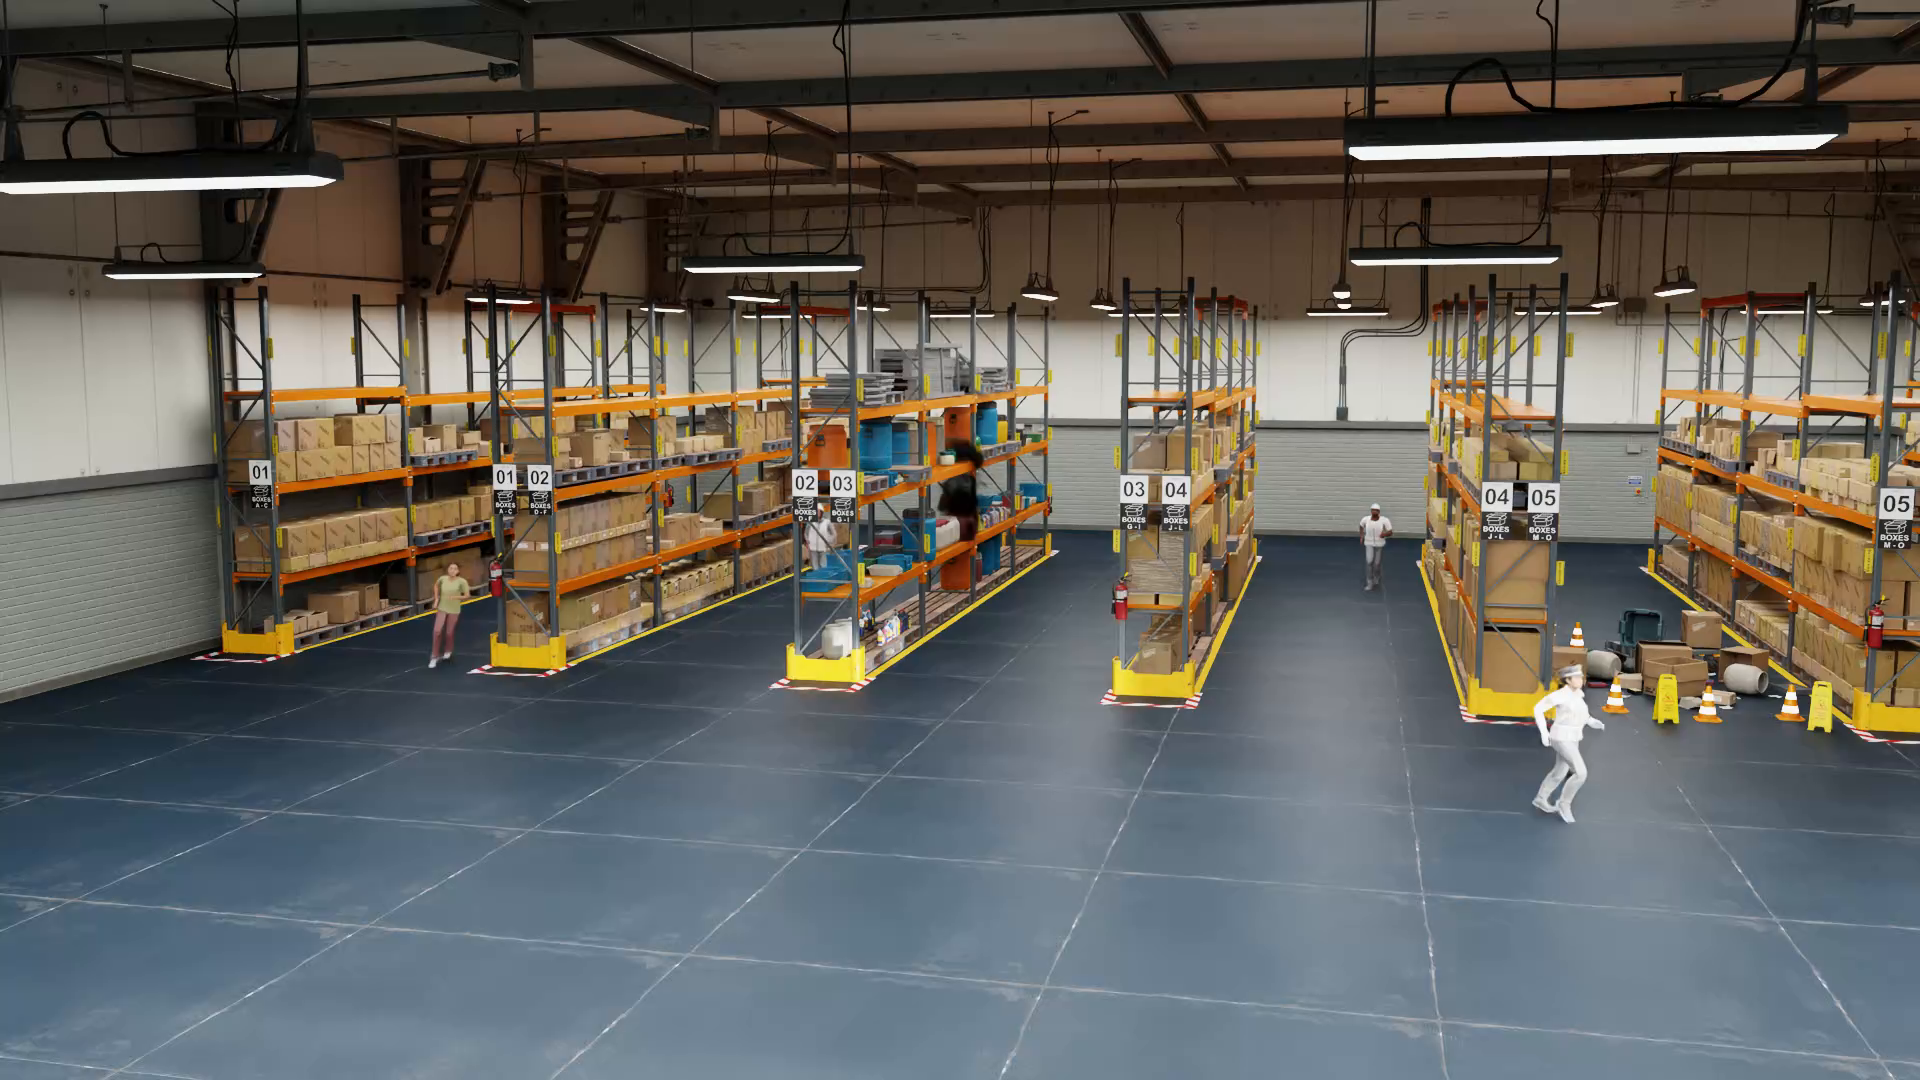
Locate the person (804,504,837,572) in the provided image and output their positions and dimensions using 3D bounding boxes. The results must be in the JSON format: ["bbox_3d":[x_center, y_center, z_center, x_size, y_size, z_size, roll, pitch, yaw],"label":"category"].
[{"bbox_3d":[-2.703,0.190,31.910,0.638,1.750,0.538,1,7,8],"label":"person"}]

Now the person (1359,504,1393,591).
[{"bbox_3d":[8.689,0.133,34.774,0.685,1.807,0.849,2,7,15],"label":"person"}]

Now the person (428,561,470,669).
[{"bbox_3d":[-8.103,1.162,26.490,0.631,1.693,0.836,-1,7,-6],"label":"person"}]

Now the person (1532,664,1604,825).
[{"bbox_3d":[6.440,2.151,17.628,0.575,1.714,0.783,-6,9,-41],"label":"person"}]
